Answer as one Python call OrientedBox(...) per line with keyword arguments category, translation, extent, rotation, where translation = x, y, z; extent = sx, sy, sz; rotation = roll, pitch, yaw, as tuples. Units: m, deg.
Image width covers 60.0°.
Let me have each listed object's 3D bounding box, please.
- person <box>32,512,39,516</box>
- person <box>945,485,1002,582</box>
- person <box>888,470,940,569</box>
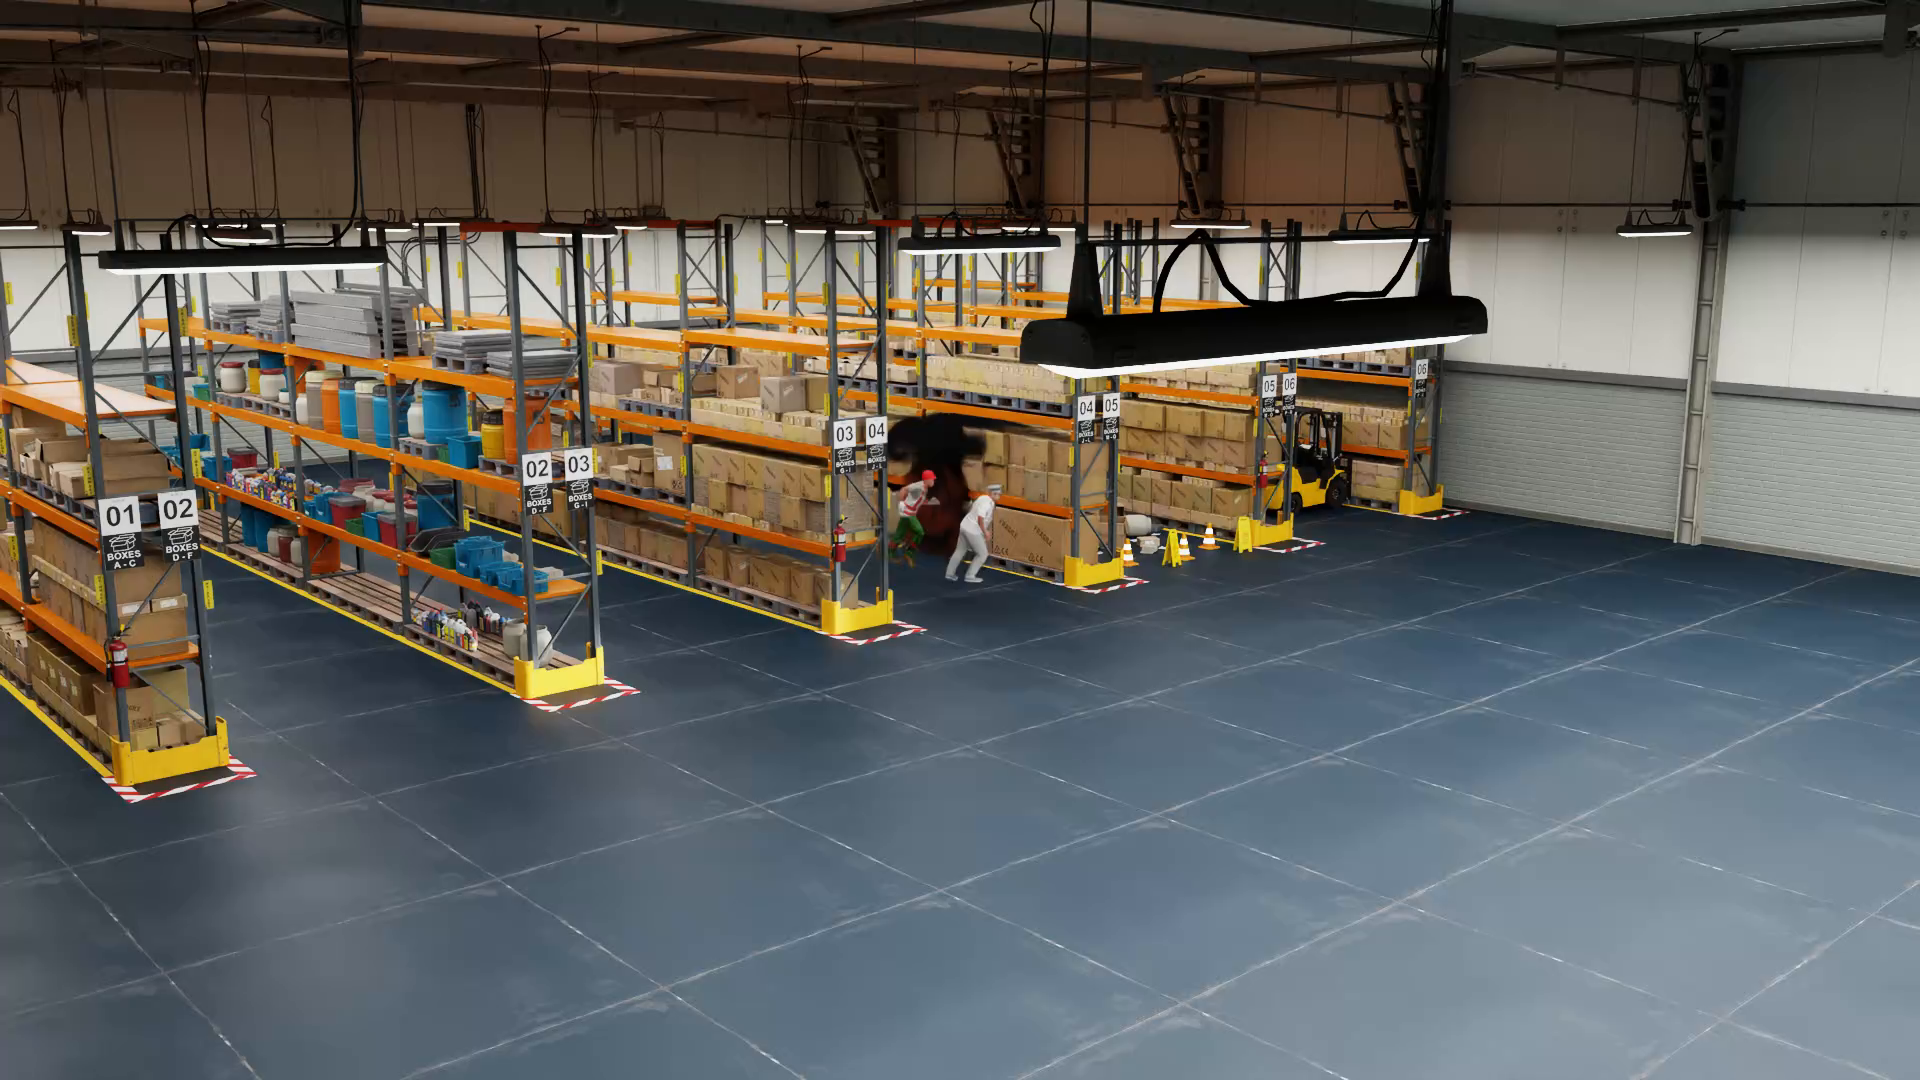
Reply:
OrientedBox(category="person", translation=(-15.758, -0.271, 28.949), extent=(0.694, 1.716, 0.592), rotation=(9, 15, 38))
OrientedBox(category="person", translation=(0.215, -0.095, 26.916), extent=(0.868, 1.628, 0.716), rotation=(-4, 12, -19))
OrientedBox(category="person", translation=(-0.832, -0.342, 28.105), extent=(0.954, 1.705, 0.712), rotation=(3, 12, 15))
